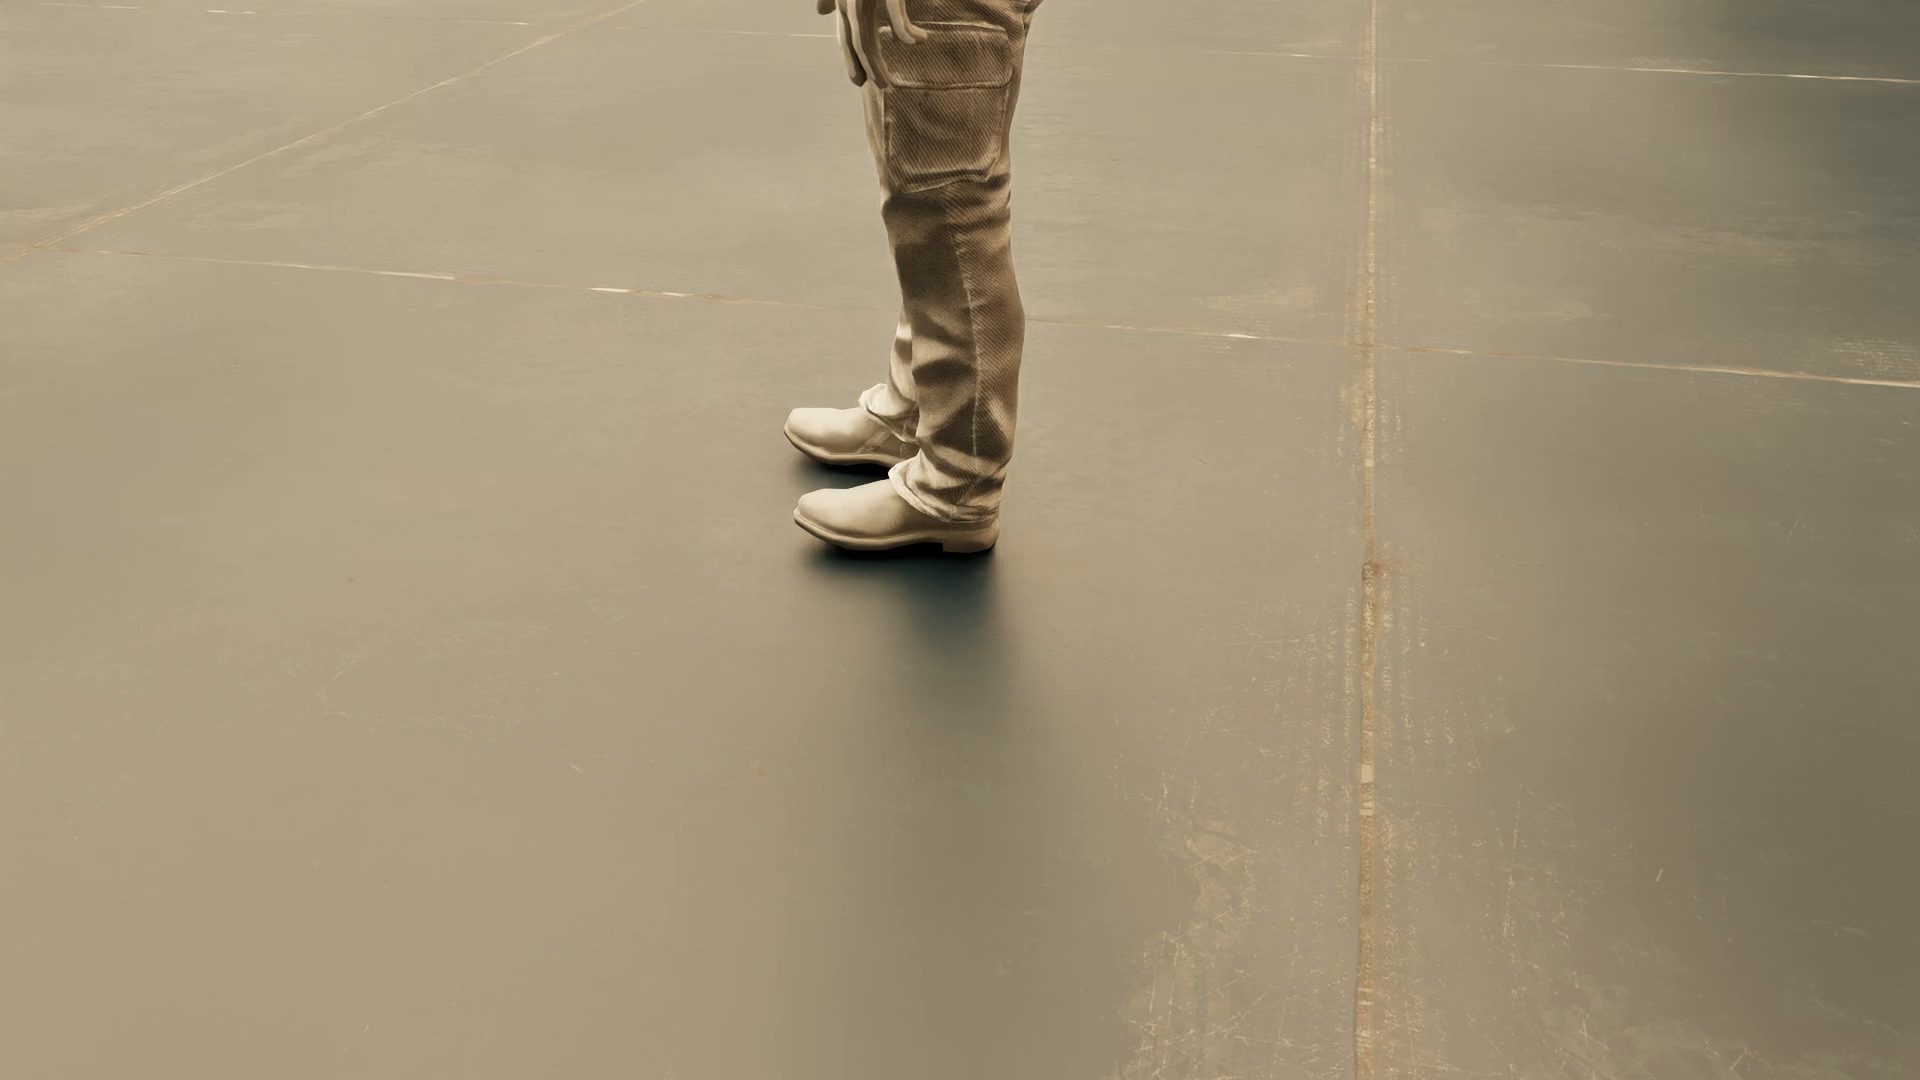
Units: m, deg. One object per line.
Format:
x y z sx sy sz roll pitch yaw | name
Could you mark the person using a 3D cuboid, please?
-0.068 -0.814 2.117 0.577 1.782 0.656 6 27 11 | person
